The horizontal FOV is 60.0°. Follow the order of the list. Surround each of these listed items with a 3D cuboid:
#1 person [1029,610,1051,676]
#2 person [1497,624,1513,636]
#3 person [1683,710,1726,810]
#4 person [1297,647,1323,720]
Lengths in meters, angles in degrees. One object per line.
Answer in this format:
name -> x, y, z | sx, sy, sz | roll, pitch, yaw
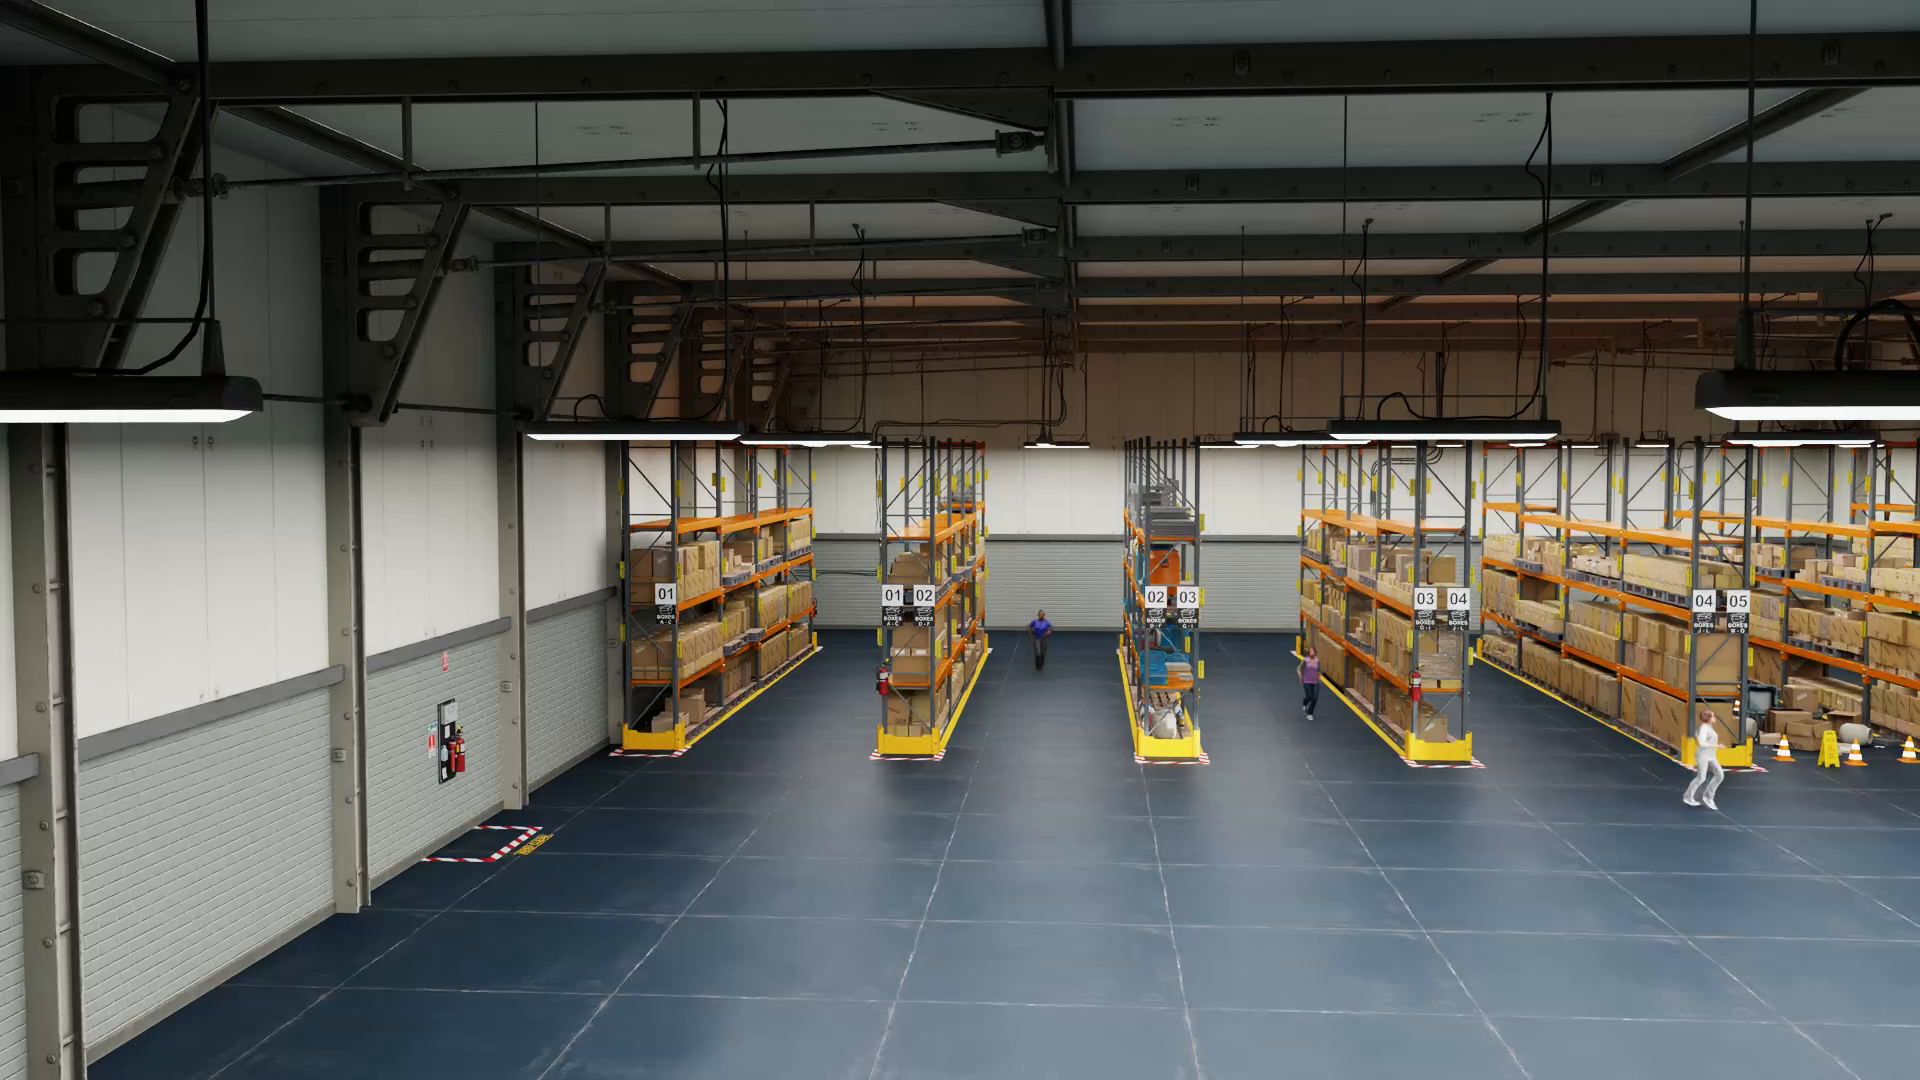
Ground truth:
person -> 2.055, 2.631, 42.512 | 0.536, 1.690, 0.801 | 0, 3, -7
person -> 15.591, 2.346, 47.609 | 0.617, 1.630, 0.902 | -3, 4, -41
person -> 11.907, 3.505, 26.540 | 0.676, 1.609, 0.527 | 3, 4, 44
person -> 7.471, 3.054, 35.380 | 0.537, 1.560, 0.538 | 0, 3, -3
